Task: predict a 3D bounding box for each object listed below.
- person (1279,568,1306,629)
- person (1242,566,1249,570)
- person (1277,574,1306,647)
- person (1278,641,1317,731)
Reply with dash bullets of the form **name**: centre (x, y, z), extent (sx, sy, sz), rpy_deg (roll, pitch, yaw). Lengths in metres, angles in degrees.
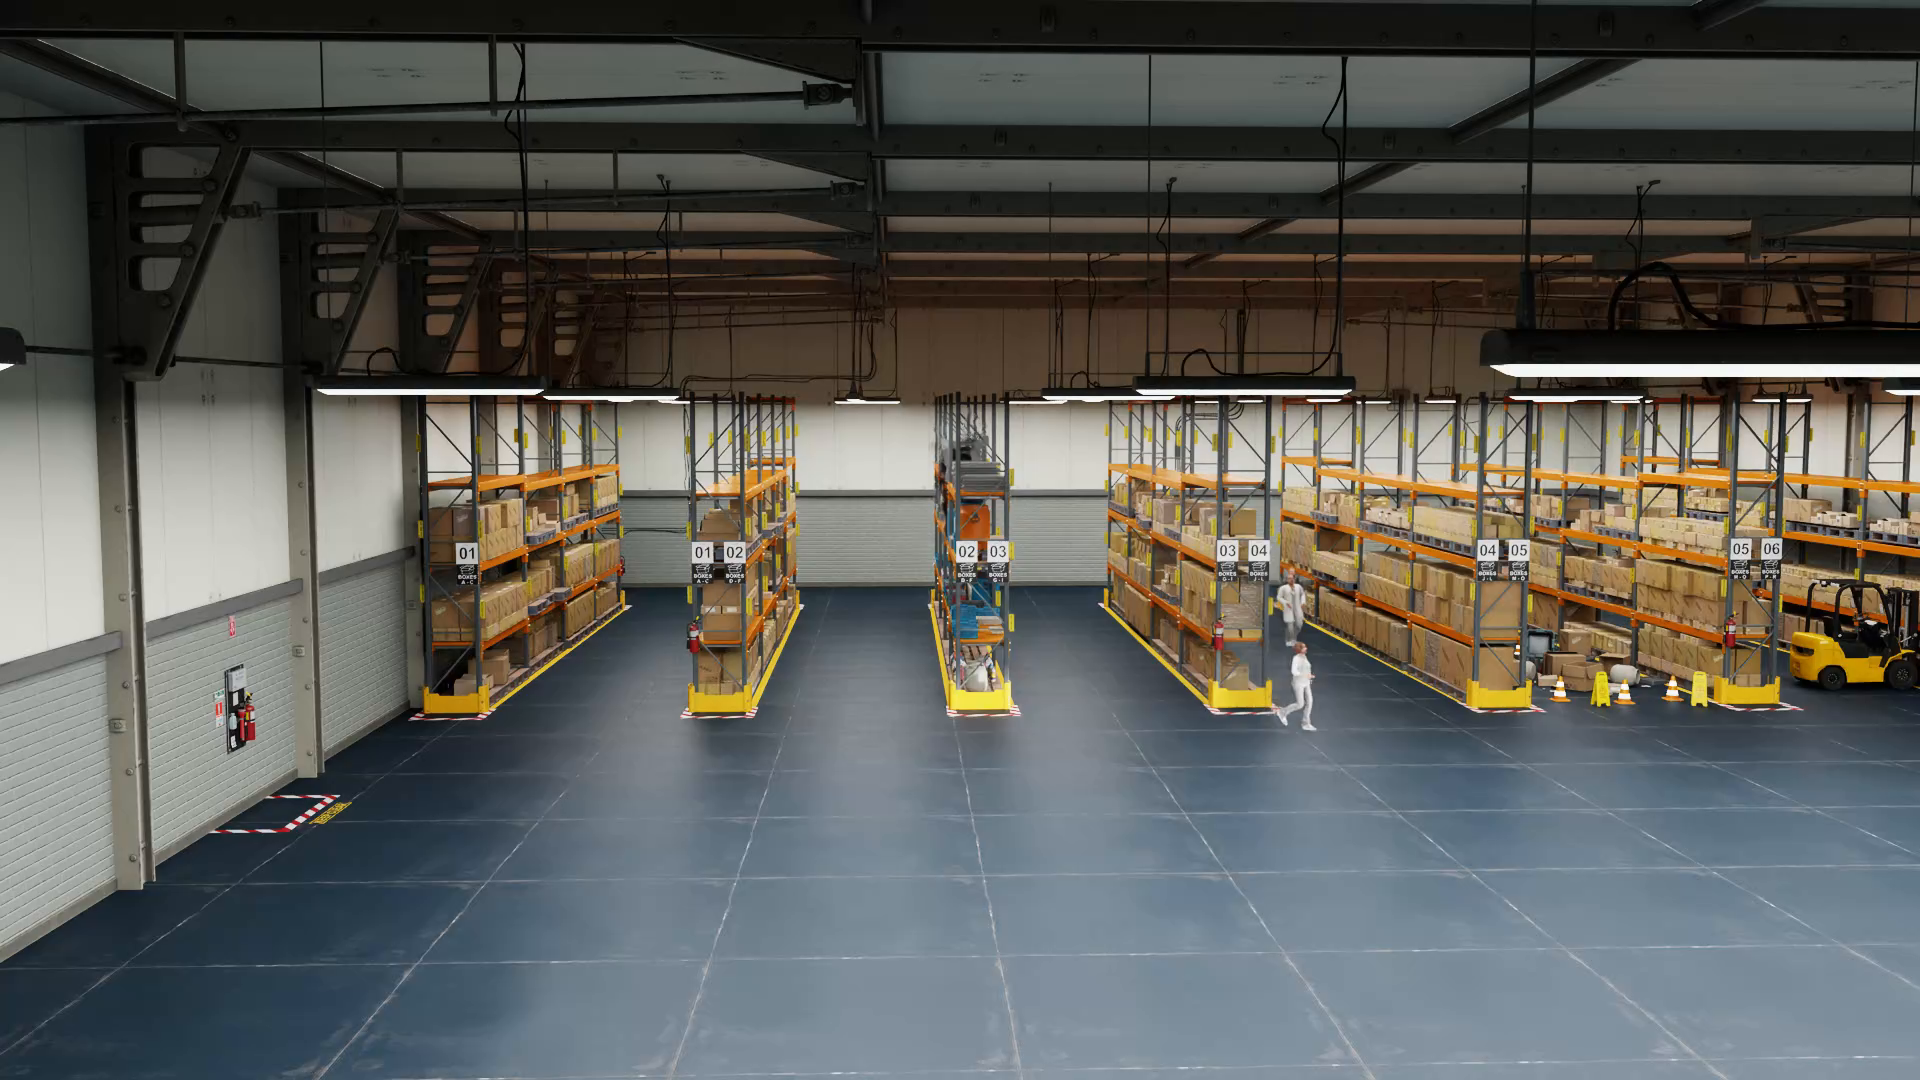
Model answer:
- **person**: centre (8.289, 1.554, 41.459), extent (0.662, 1.730, 0.783), rpy_deg (0, 5, 3)
- **person**: centre (8.057, 1.026, 48.248), extent (0.739, 1.671, 0.693), rpy_deg (3, 6, 34)
- **person**: centre (7.897, 1.789, 39.522), extent (0.721, 1.536, 0.680), rpy_deg (0, 5, -4)
- **person**: centre (6.007, 2.578, 29.476), extent (0.731, 1.574, 0.542), rpy_deg (3, 6, 37)
